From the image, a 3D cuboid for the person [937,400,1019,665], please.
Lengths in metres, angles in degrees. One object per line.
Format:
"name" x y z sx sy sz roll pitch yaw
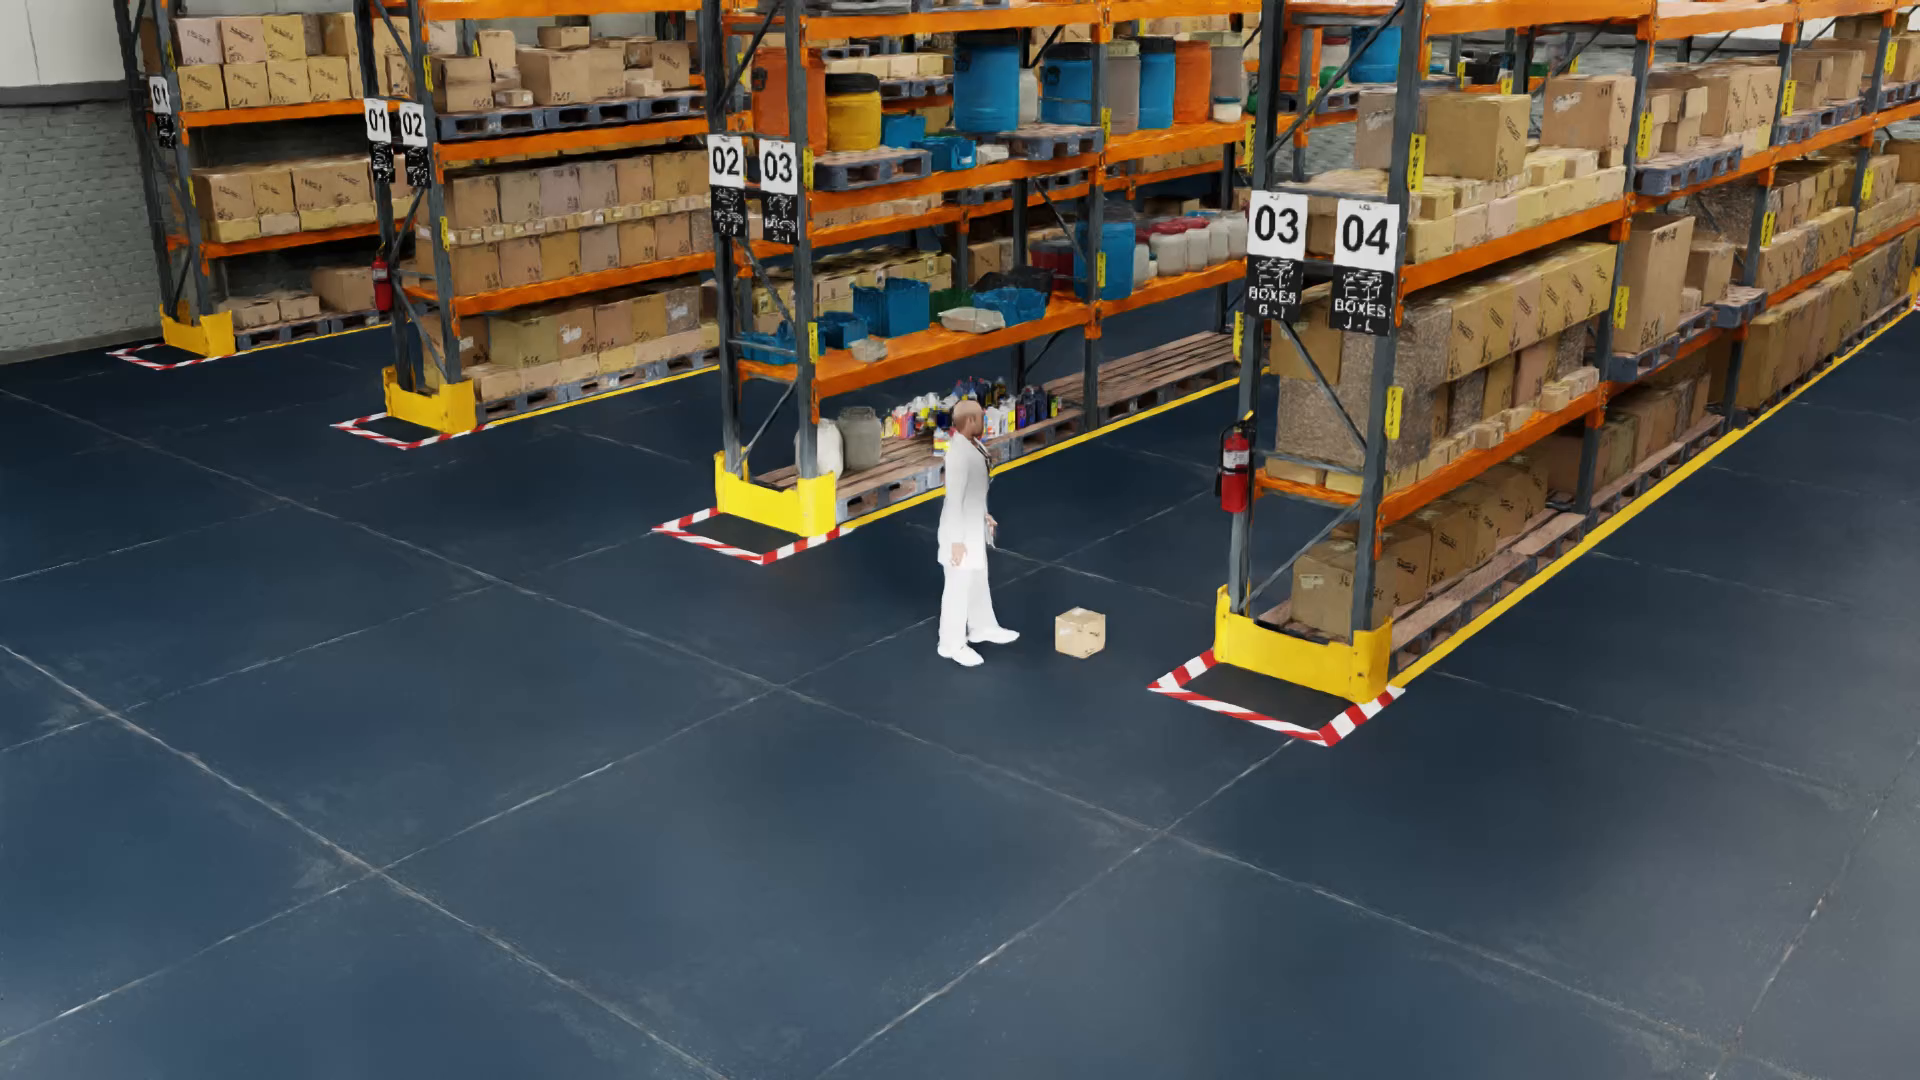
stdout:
"person" 0.125 -0.064 11.199 0.546 1.785 0.644 3 20 8
